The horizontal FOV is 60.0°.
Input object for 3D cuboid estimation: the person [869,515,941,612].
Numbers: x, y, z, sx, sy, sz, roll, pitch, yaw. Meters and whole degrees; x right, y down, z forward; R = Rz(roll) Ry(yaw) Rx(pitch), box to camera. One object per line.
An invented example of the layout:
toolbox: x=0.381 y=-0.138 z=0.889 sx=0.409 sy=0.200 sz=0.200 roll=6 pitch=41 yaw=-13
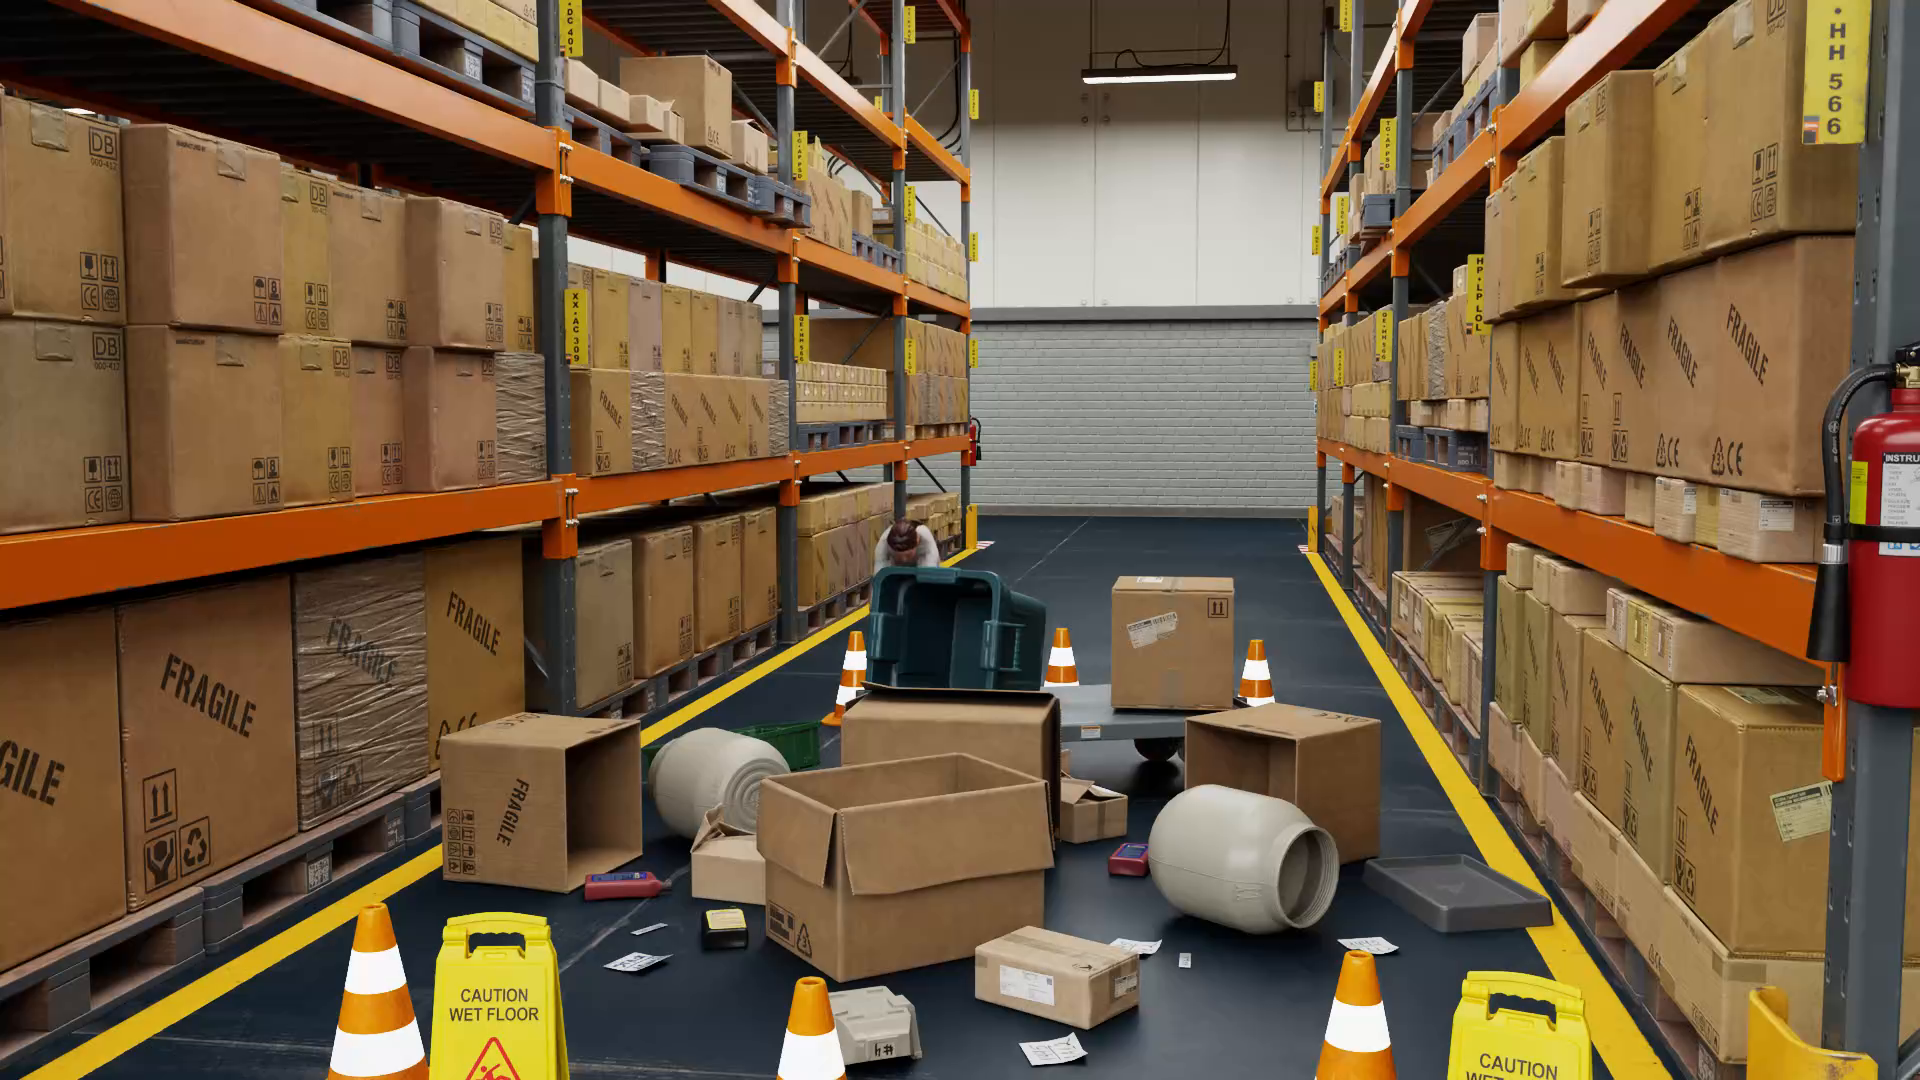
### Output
person: x=-0.335 y=0.322 z=10.393 sx=0.465 sy=0.950 sz=0.863 roll=0 pitch=5 yaw=6
